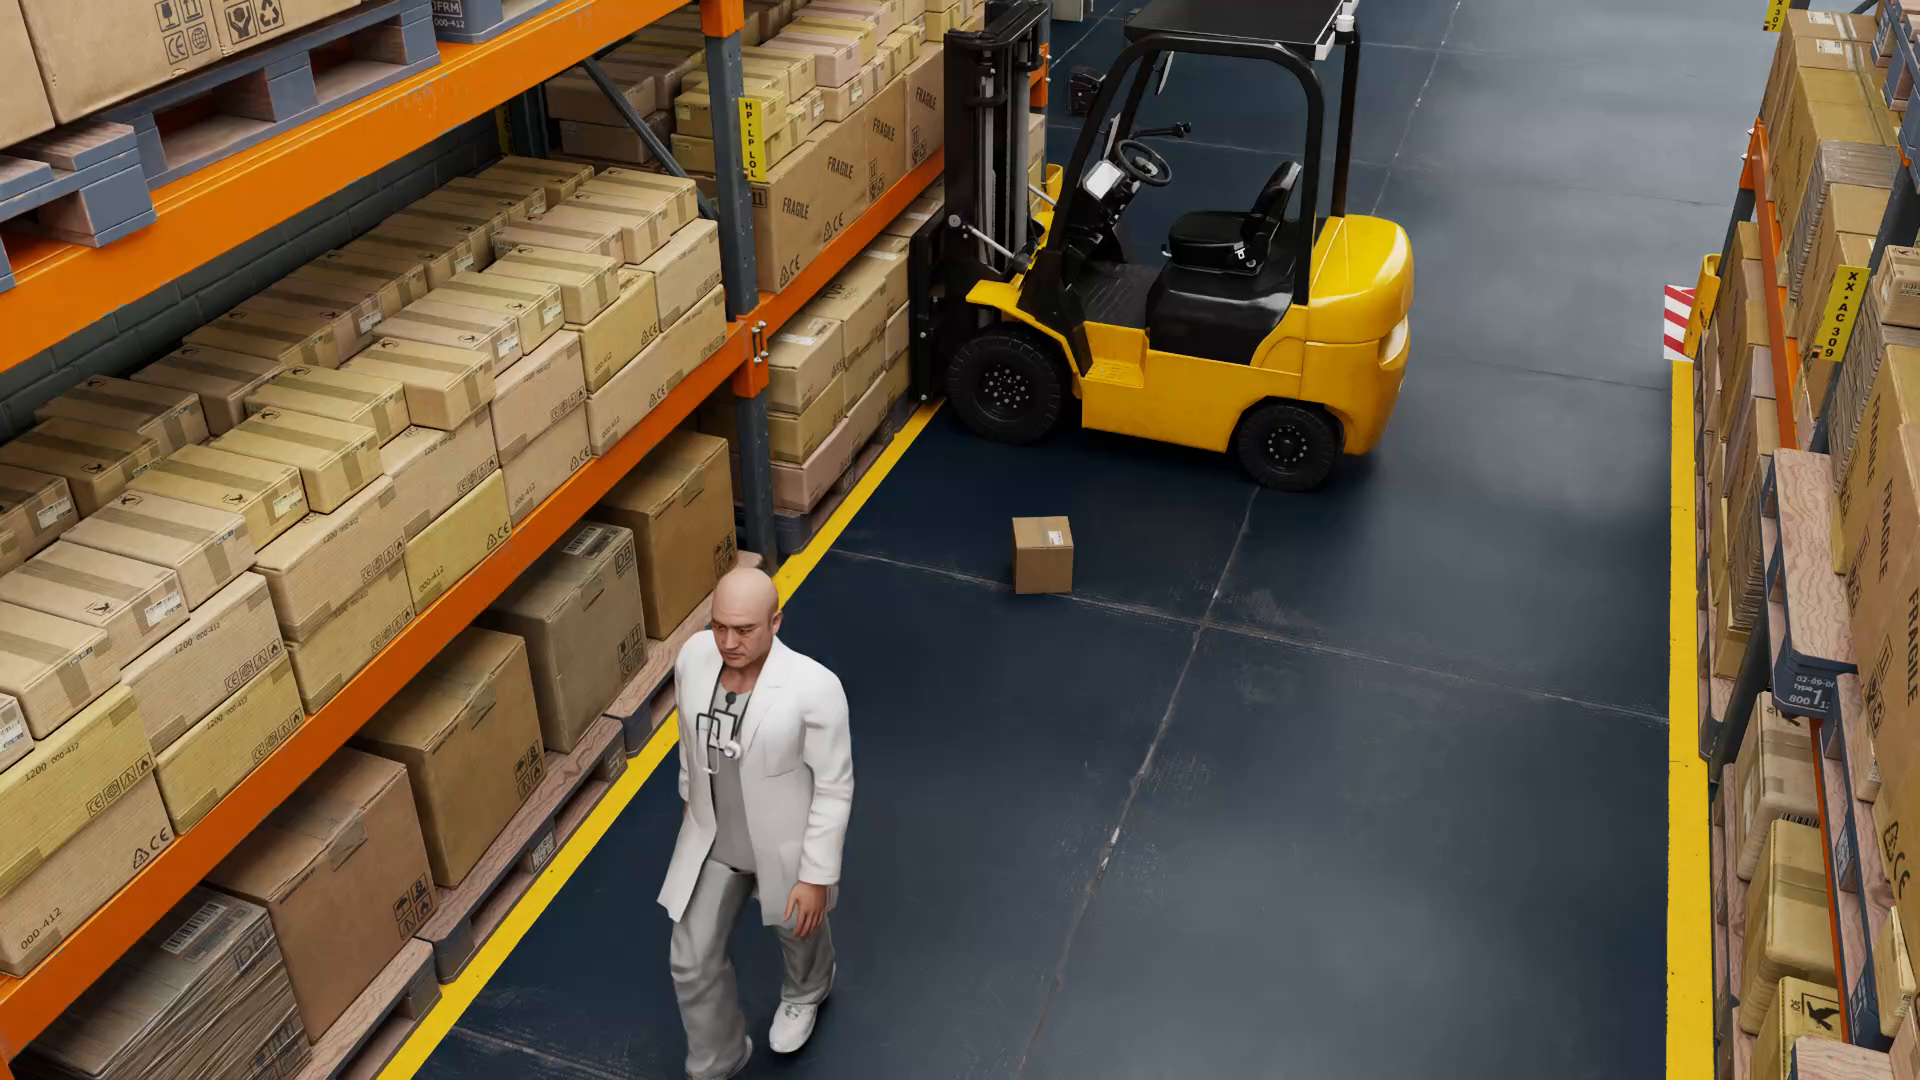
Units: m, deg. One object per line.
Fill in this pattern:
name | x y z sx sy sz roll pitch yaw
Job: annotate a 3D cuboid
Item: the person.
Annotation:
person | -0.595 0.906 4.774 0.622 1.842 0.713 12 35 17
